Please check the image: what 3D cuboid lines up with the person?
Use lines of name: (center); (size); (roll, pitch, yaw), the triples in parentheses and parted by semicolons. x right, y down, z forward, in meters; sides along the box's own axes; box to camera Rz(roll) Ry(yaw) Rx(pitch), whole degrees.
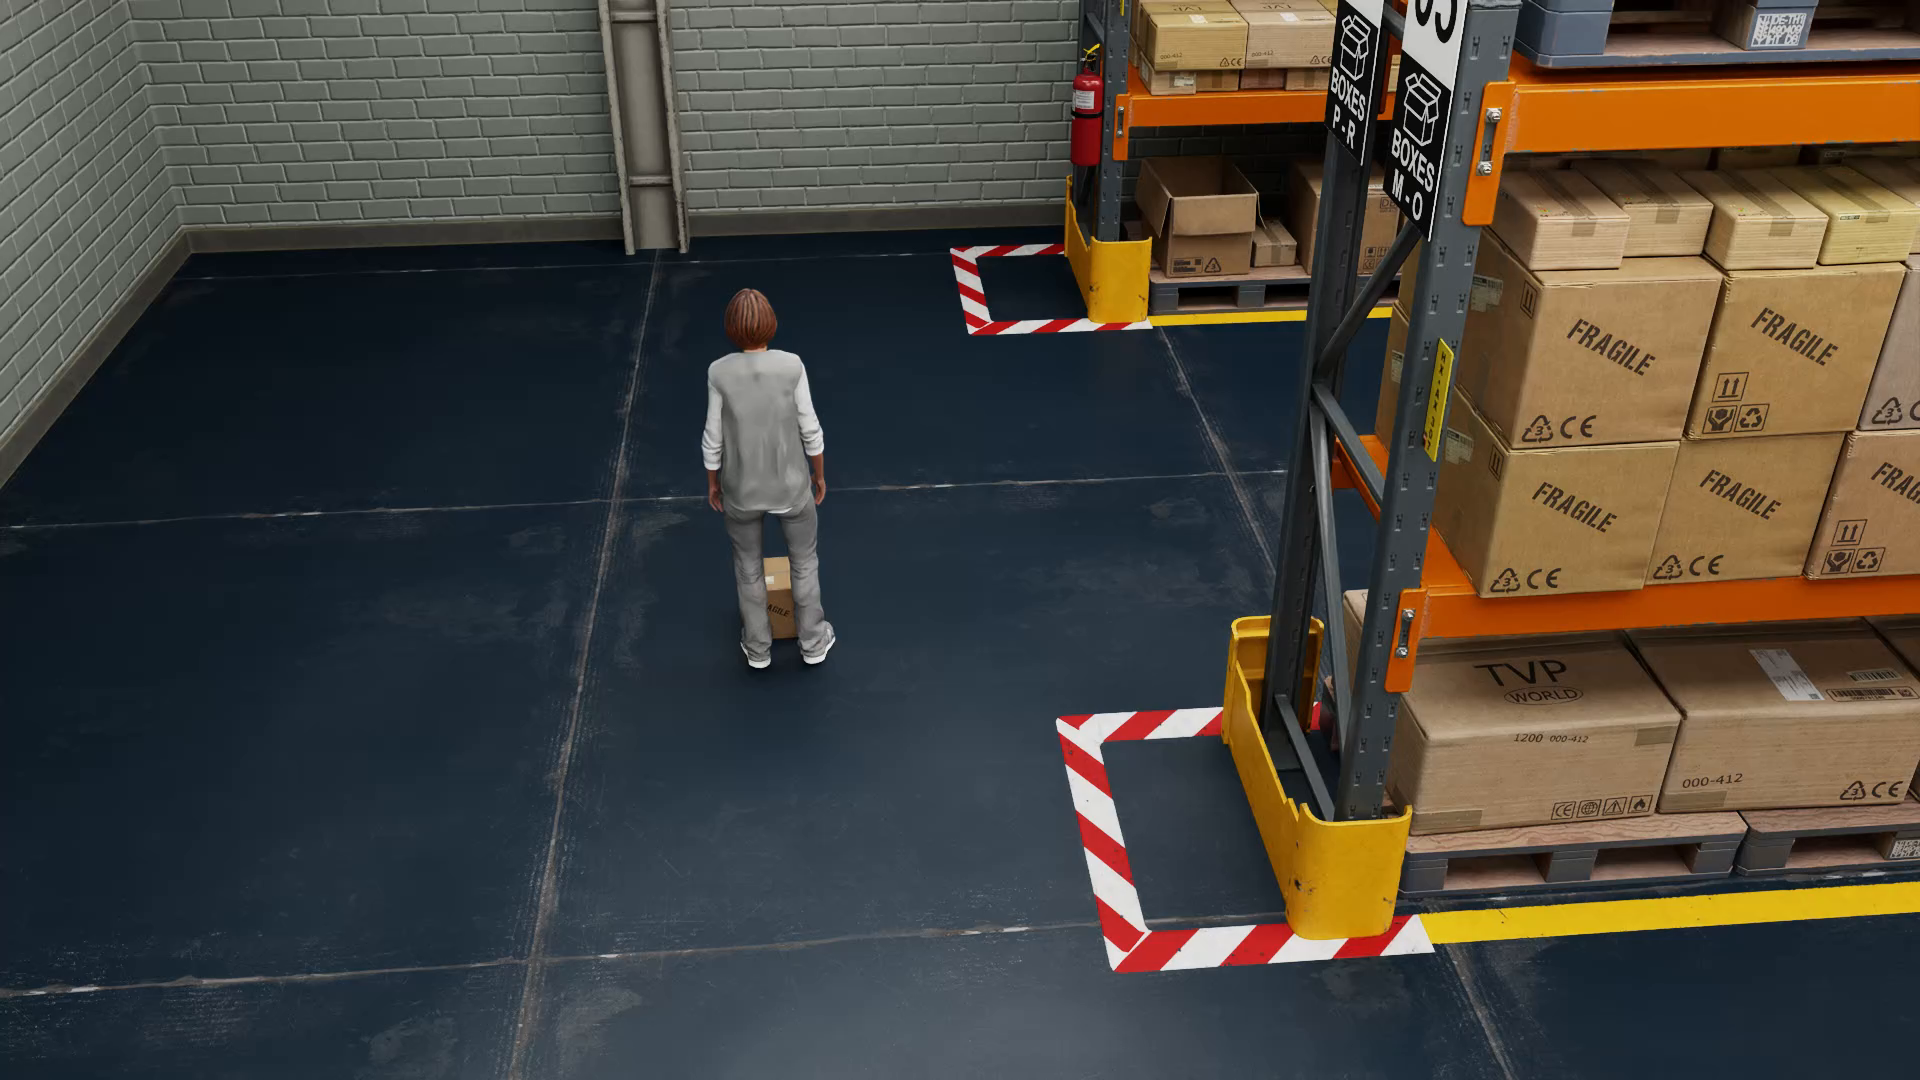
person: (-0.751, -0.203, 6.476); (0.473, 1.592, 0.350); (-3, 32, -5)
